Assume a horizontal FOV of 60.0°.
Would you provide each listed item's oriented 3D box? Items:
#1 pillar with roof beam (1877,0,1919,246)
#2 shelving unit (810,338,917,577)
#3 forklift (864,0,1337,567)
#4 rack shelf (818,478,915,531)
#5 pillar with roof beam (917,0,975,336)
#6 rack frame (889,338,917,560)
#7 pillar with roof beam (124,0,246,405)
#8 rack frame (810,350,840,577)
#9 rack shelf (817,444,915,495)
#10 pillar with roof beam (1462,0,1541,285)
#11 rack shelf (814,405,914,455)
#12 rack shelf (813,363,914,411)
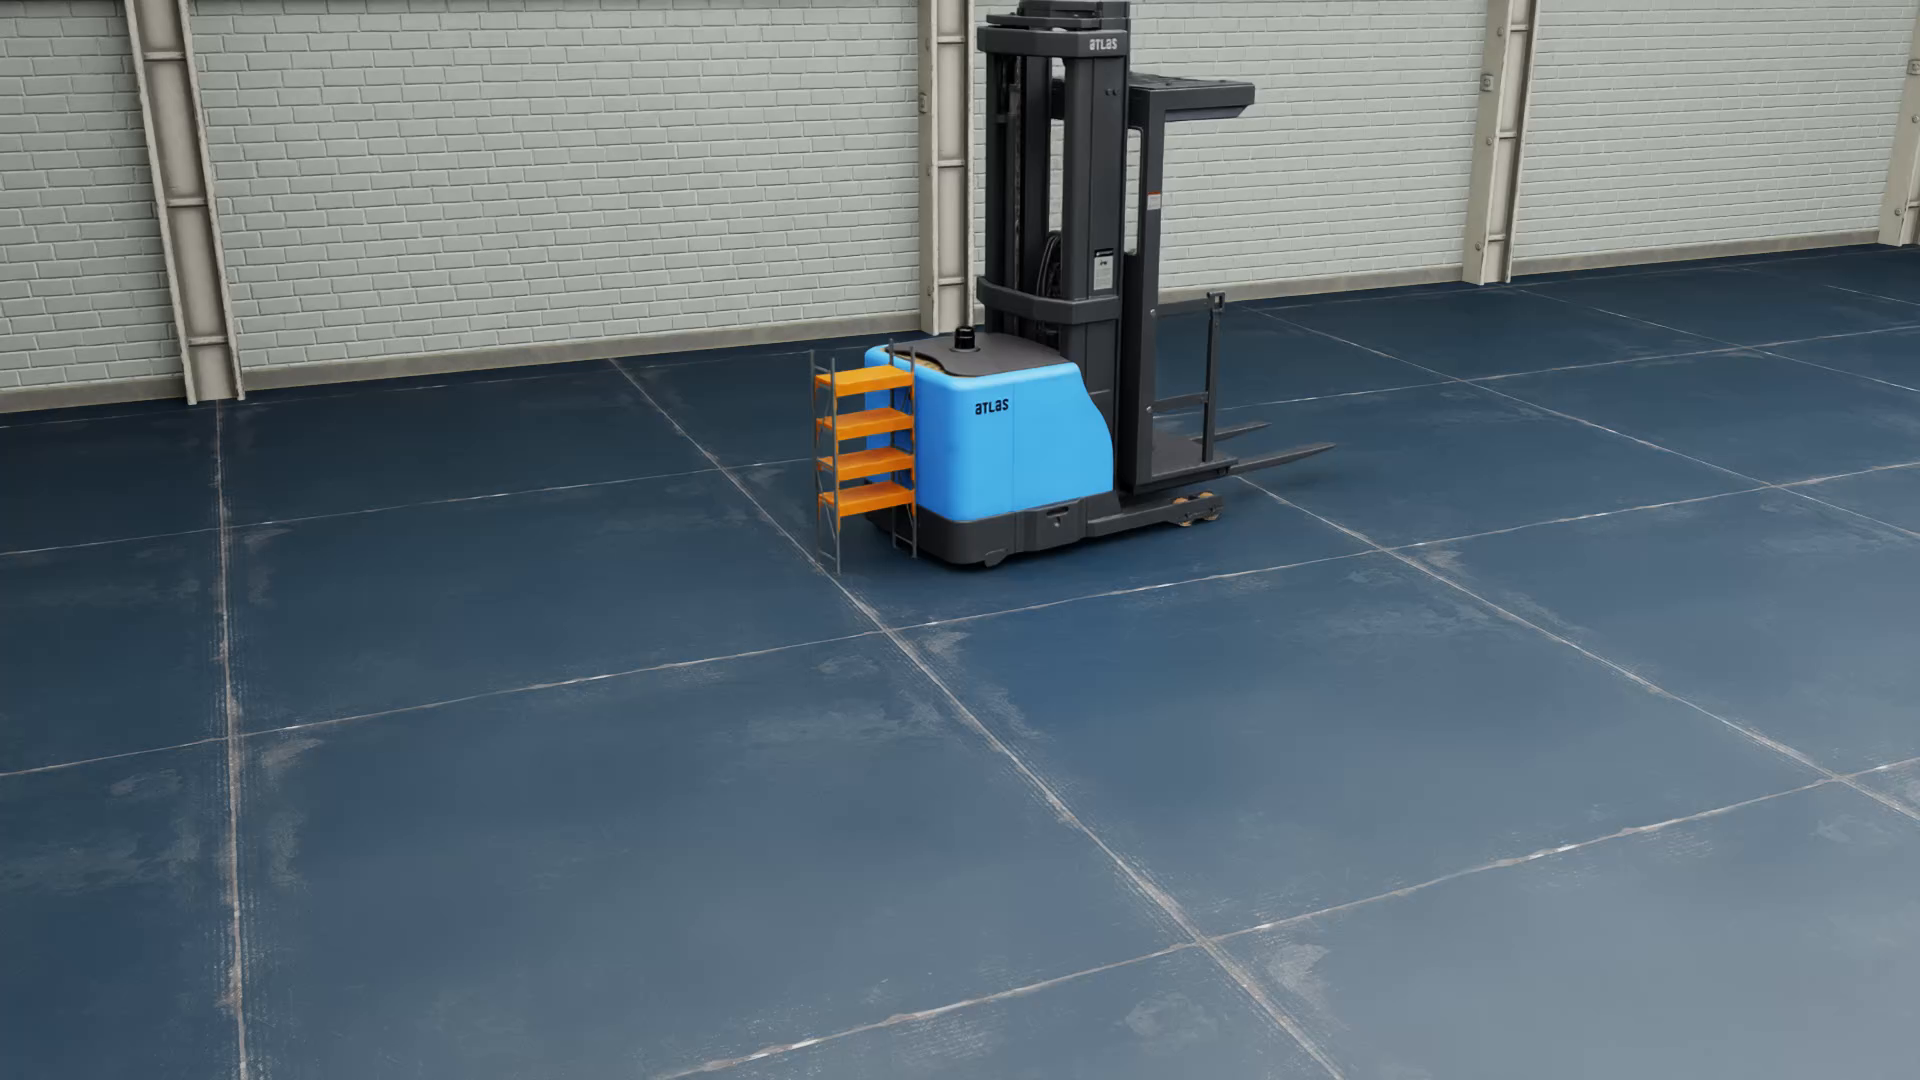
[{"bbox_3d":[12.606,-6.380,14.091,0.400,9.000,9.100,-8,21,-22],"label":"pillar with roof beam"},{"bbox_3d":[-0.515,-0.447,8.986,0.503,1.200,0.258,-12,23,-31],"label":"shelving unit"},{"bbox_3d":[0.956,-1.593,9.633,3.031,2.935,1.130,-12,23,-31],"label":"forklift"},{"bbox_3d":[-0.515,-0.197,9.074,0.480,0.148,0.258,-12,23,-31],"label":"rack shelf"},{"bbox_3d":[1.587,-4.801,9.608,0.400,9.000,9.100,-8,21,-22],"label":"pillar with roof beam"},{"bbox_3d":[-0.312,-0.492,9.113,0.015,1.200,0.240,-12,23,-31],"label":"rack frame"},{"bbox_3d":[-3.922,-4.012,7.366,0.400,9.000,9.100,-8,21,-22],"label":"pillar with roof beam"},{"bbox_3d":[-0.718,-0.403,8.859,0.015,1.200,0.240,-12,23,-31],"label":"rack frame"},{"bbox_3d":[-0.515,-0.384,9.008,0.480,0.148,0.258,-12,23,-31],"label":"rack shelf"},{"bbox_3d":[7.097,-5.590,11.850,0.400,9.000,9.100,-8,21,-22],"label":"pillar with roof beam"},{"bbox_3d":[-0.515,-0.595,8.934,0.480,0.148,0.258,-12,23,-31],"label":"rack shelf"},{"bbox_3d":[-0.515,-0.818,8.855,0.480,0.148,0.258,-12,23,-31],"label":"rack shelf"}]
